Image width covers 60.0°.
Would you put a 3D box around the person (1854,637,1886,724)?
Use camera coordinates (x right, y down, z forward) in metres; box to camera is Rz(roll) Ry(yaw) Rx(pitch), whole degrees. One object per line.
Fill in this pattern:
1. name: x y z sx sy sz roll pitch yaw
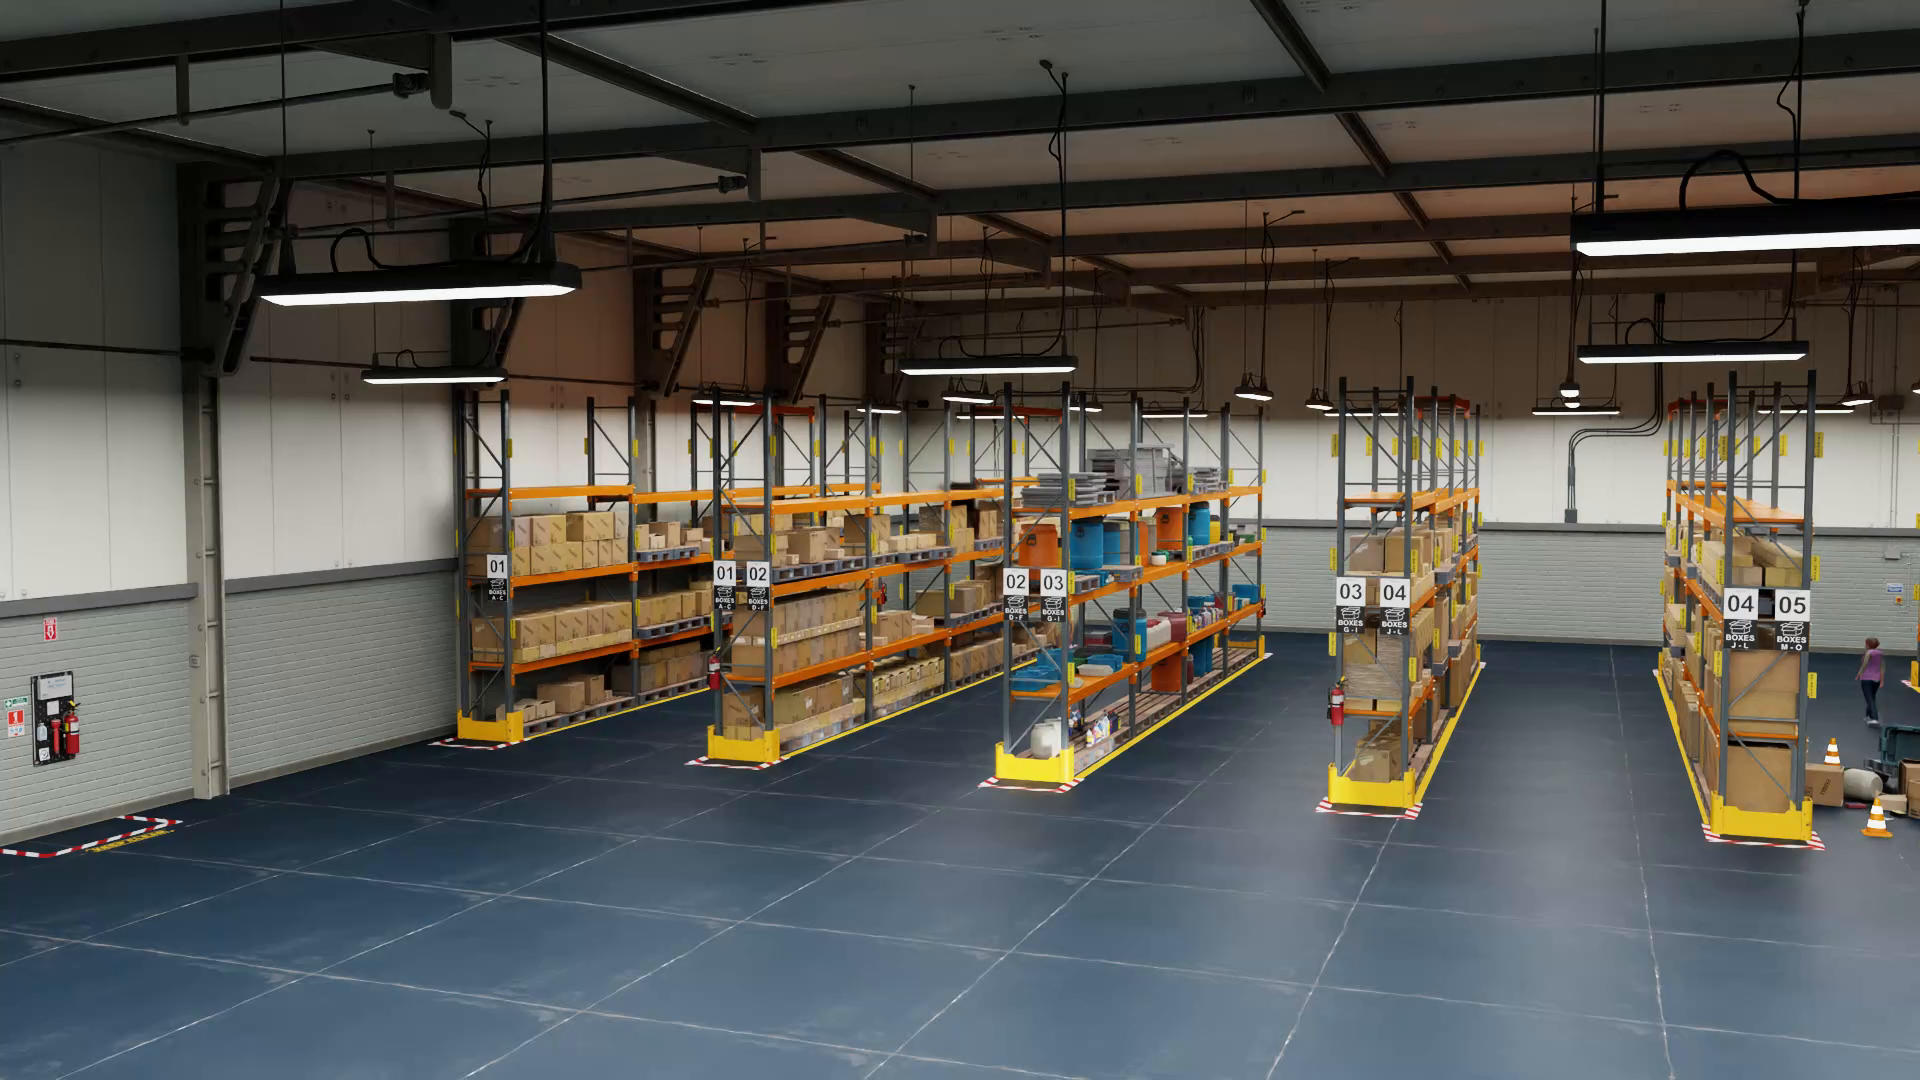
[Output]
1. person: 16.509 2.538 30.171 0.502 1.579 0.841 0 3 8

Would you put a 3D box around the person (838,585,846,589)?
1. person: -2.649 1.911 38.227 0.431 1.725 0.575 1 3 12

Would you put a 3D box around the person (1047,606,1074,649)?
1. person: 2.202 2.070 36.217 0.570 1.606 1.000 2 4 26
